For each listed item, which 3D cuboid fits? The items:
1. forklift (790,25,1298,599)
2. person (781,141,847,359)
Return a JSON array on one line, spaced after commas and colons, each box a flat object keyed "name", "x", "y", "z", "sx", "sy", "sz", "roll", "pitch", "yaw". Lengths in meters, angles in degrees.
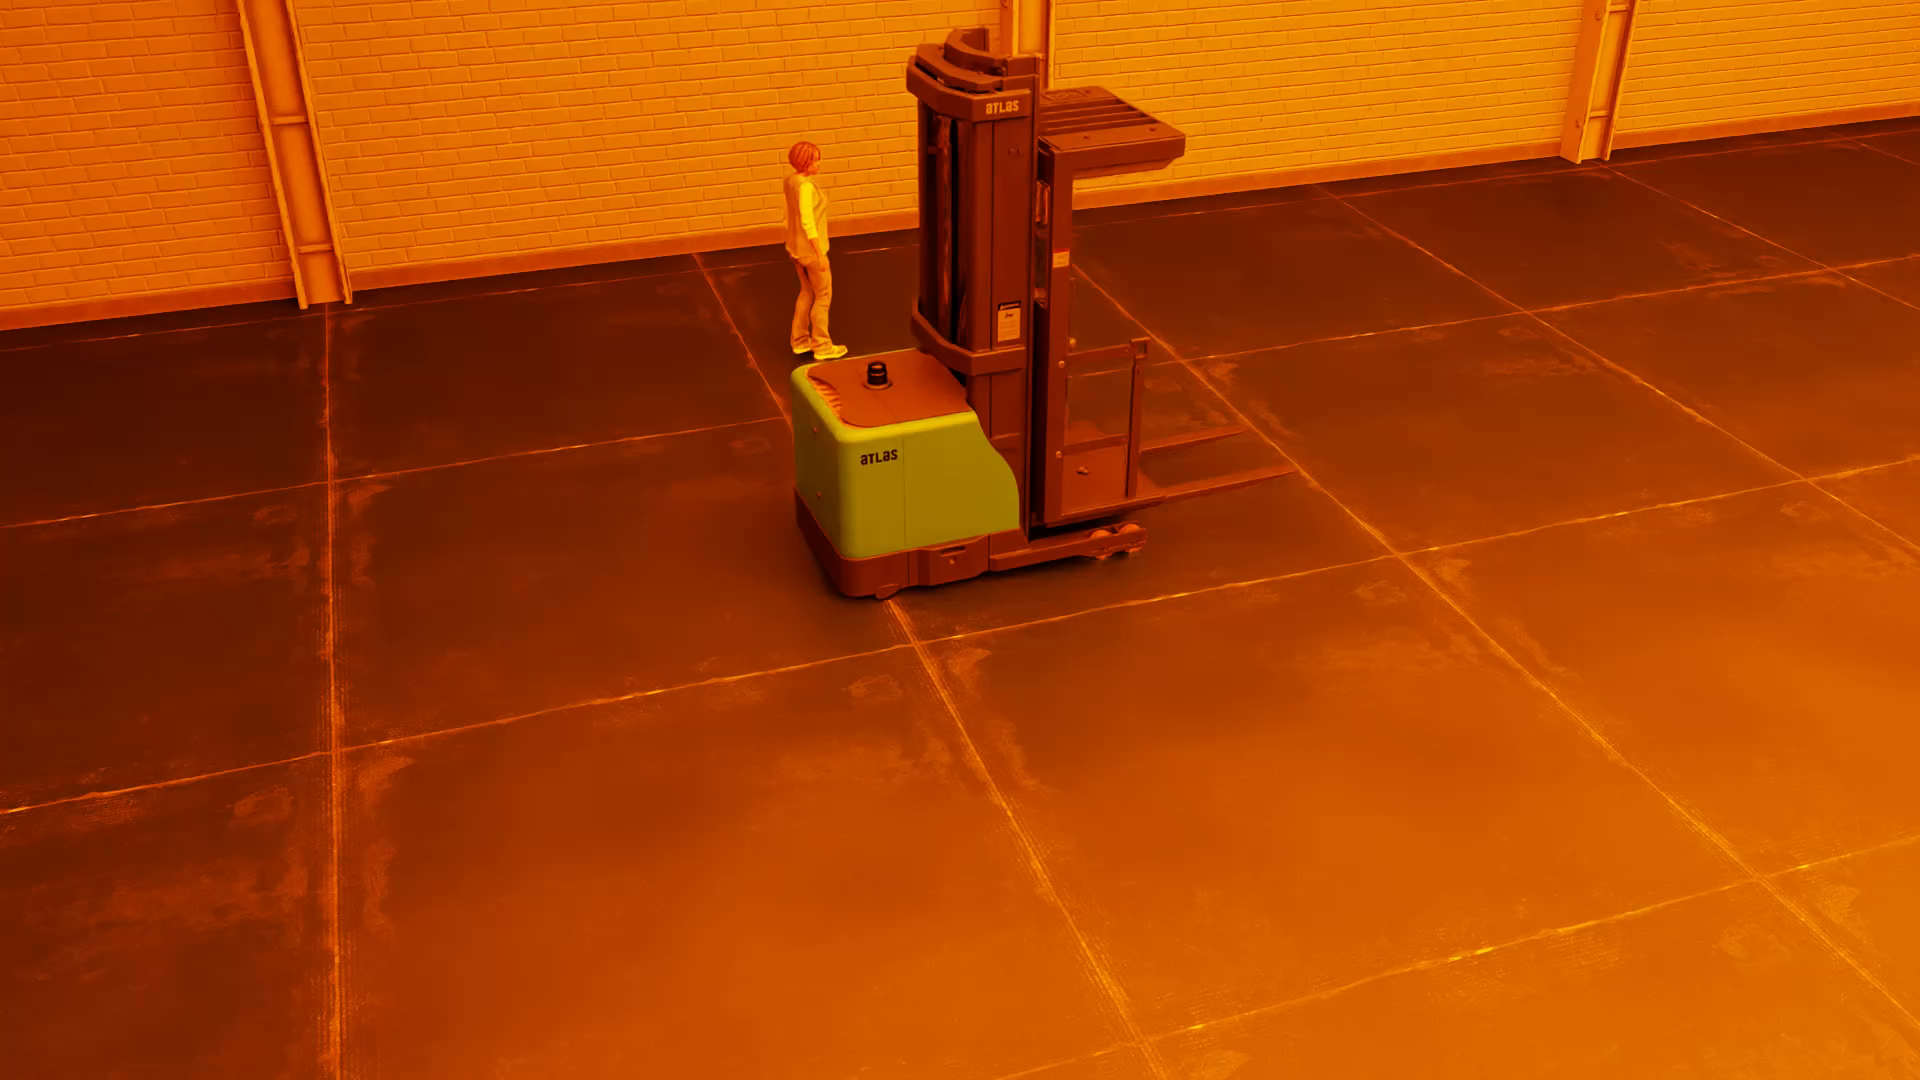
[{"name": "forklift", "x": 0.572, "y": -1.393, "z": 9.507, "sx": 3.031, "sy": 2.935, "sz": 1.130, "roll": -11, "pitch": 32, "yaw": -19}, {"name": "person", "x": -1.070, "y": -2.100, "z": 12.079, "sx": 0.382, "sy": 1.596, "sz": 0.546, "roll": -16, "pitch": 34, "yaw": -26}]
